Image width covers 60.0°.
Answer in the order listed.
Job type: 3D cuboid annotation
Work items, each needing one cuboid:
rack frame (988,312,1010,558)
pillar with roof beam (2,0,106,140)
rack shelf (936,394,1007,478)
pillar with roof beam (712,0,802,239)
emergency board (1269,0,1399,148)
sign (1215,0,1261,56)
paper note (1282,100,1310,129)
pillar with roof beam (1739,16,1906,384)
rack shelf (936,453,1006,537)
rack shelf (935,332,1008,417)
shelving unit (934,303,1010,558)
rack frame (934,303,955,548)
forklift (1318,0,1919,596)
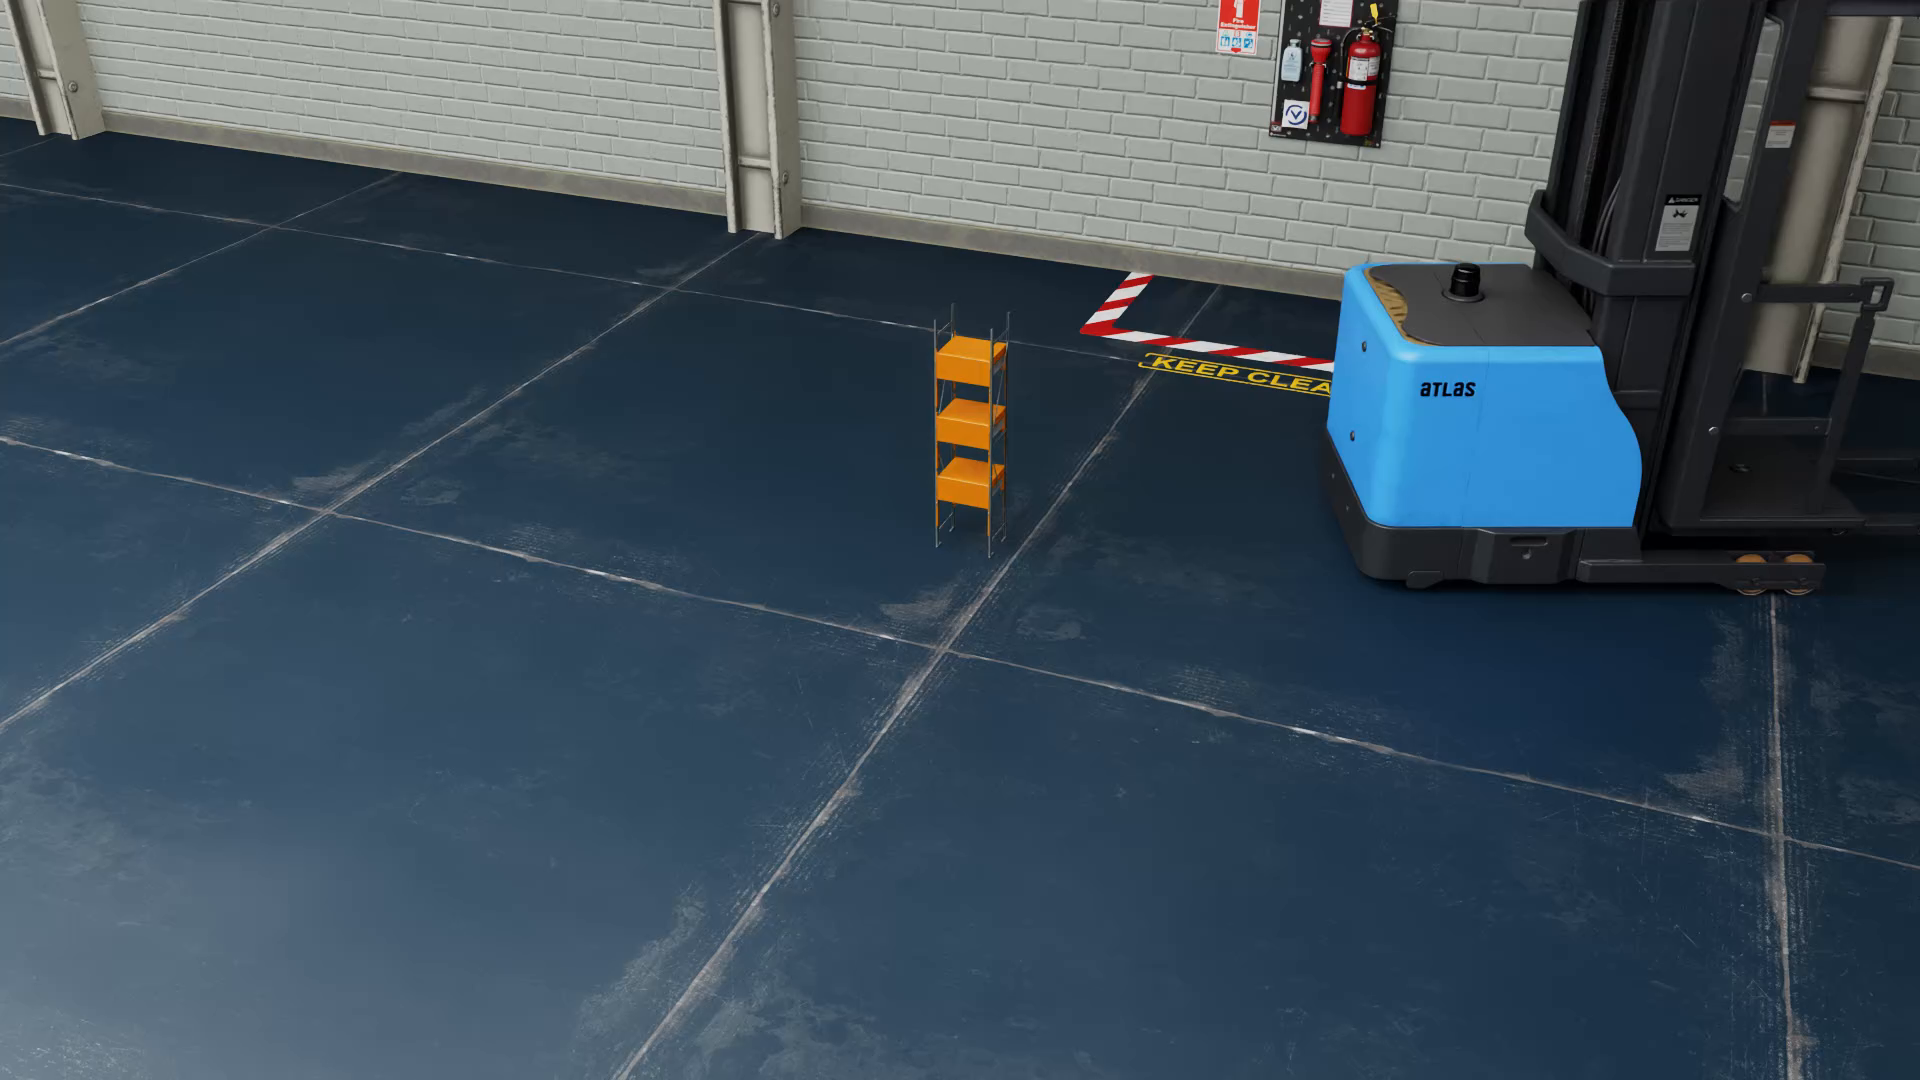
[{"bbox_3d":[0.163,-0.425,6.934,0.008,1.050,0.200,11,31,19],"label":"rack frame"},{"bbox_3d":[-8.443,-5.098,7.125,0.400,9.000,9.100,11,31,19],"label":"pillar with roof beam"},{"bbox_3d":[0.050,-0.438,6.979,0.240,0.259,0.215,11,31,19],"label":"rack shelf"},{"bbox_3d":[-2.884,-3.988,5.161,0.400,9.000,9.100,11,31,19],"label":"pillar with roof beam"},{"bbox_3d":[2.019,-2.704,8.985,0.643,1.169,0.194,11,31,19],"label":"emergency board"},{"bbox_3d":[1.545,-2.869,9.241,0.234,0.329,0.001,11,31,19],"label":"sign"},{"bbox_3d":[1.881,-2.385,9.316,0.142,0.148,0.016,11,31,19],"label":"paper note"},{"bbox_3d":[2.676,-2.878,3.197,0.400,9.000,9.100,11,31,19],"label":"pillar with roof beam"},{"bbox_3d":[0.050,-0.196,7.116,0.240,0.259,0.215,11,31,19],"label":"rack shelf"},{"bbox_3d":[0.050,-0.685,6.840,0.240,0.259,0.215,11,31,19],"label":"rack shelf"},{"bbox_3d":[0.050,-0.447,6.974,0.252,1.050,0.215,11,31,19],"label":"shelving unit"},{"bbox_3d":[-0.063,-0.470,7.014,0.008,1.050,0.200,11,31,19],"label":"rack frame"},{"bbox_3d":[3.163,-1.311,6.591,3.031,2.935,1.130,0,29,0],"label":"forklift"}]
